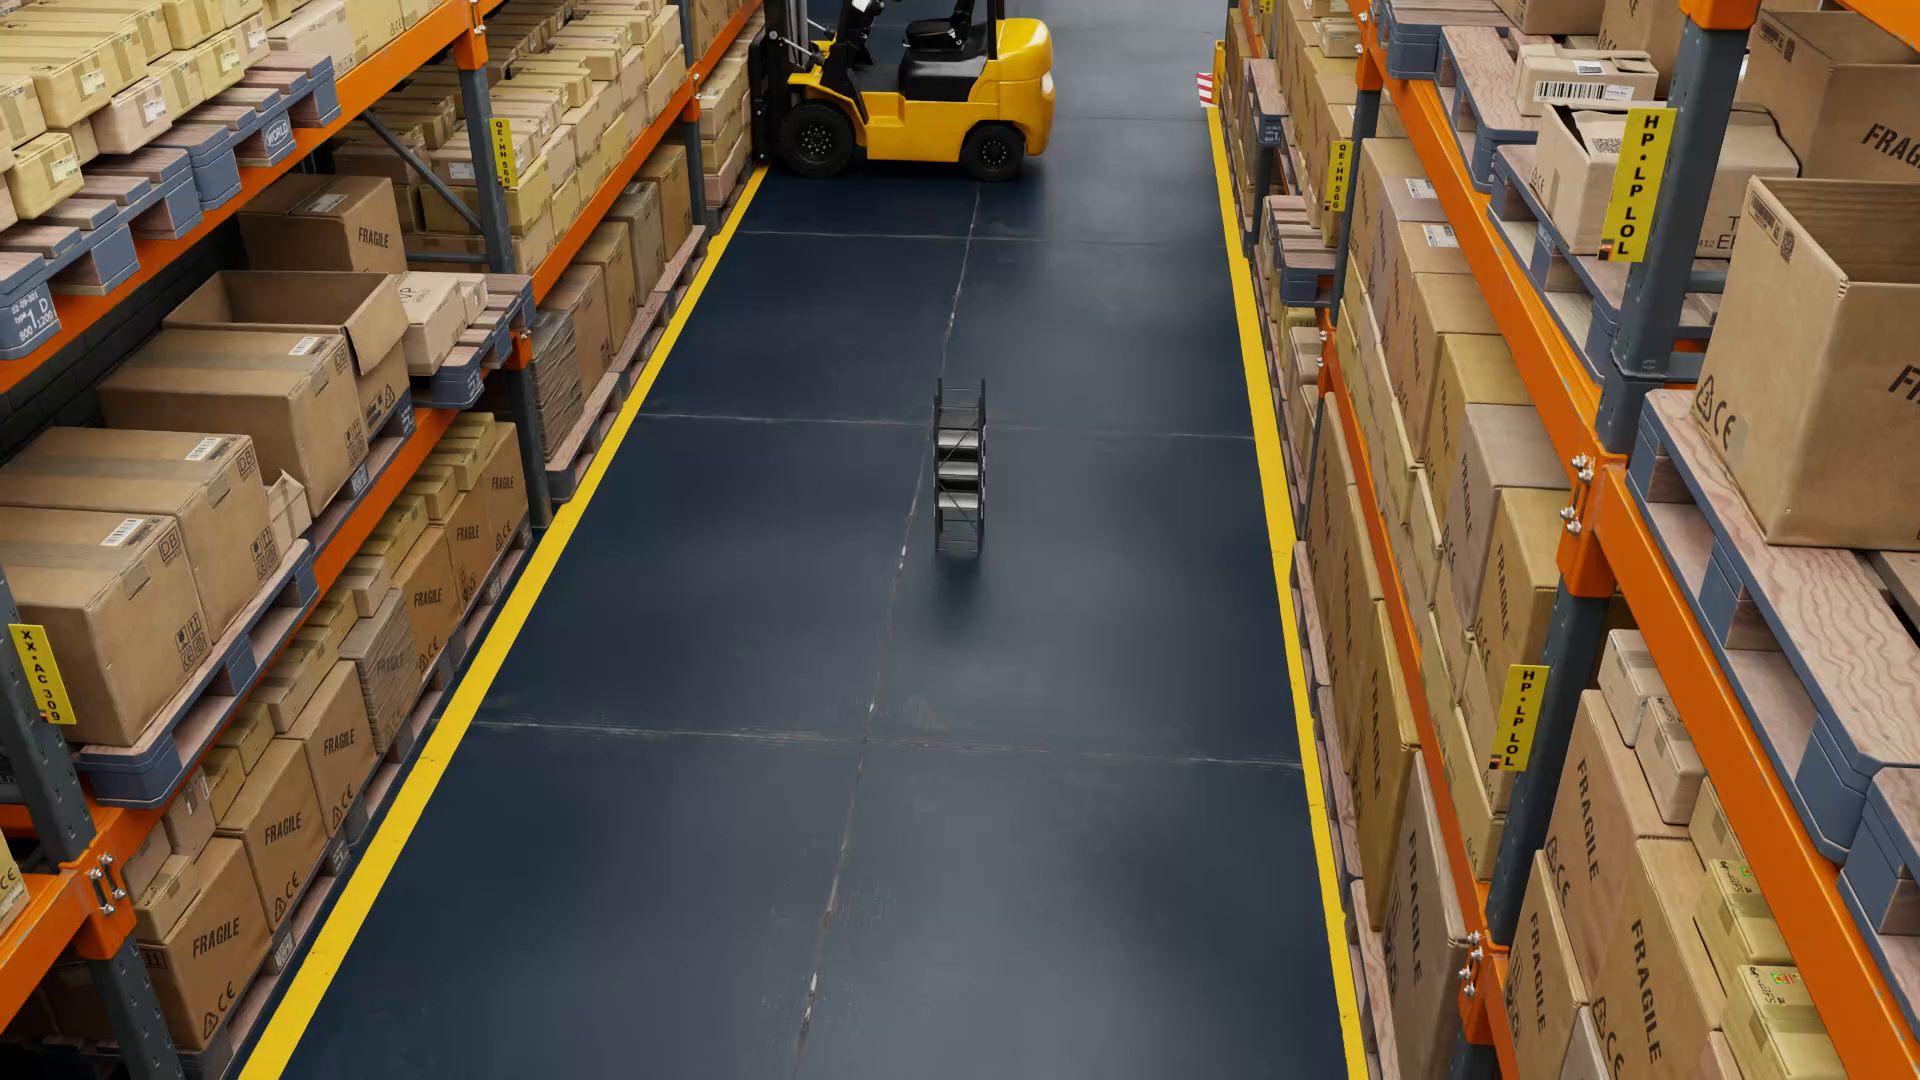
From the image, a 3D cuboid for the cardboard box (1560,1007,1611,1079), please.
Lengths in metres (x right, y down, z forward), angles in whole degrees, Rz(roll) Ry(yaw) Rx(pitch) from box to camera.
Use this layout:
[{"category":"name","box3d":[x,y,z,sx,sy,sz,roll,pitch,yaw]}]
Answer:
[{"category":"cardboard box","box3d":[1.590,1.378,3.560,0.500,0.500,0.500,3,32,4]}]

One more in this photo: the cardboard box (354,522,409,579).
[{"category":"cardboard box","box3d":[-2.619,0.046,7.180,0.380,0.149,0.250,2,32,3]}]

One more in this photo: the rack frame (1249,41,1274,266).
[{"category":"rack frame","box3d":[2.586,-3.260,11.181,1.000,3.000,0.127,2,32,4]}]

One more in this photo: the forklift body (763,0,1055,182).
[{"category":"forklift body","box3d":[-0.372,-4.131,13.403,2.313,2.155,1.214,2,32,4]}]

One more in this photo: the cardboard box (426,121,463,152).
[{"category":"cardboard box","box3d":[-2.888,-2.042,8.871,0.500,0.250,0.500,3,32,4]}]

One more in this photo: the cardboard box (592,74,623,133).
[{"category":"cardboard box","box3d":[-2.289,-2.552,9.699,0.500,0.250,0.500,3,32,5]}]

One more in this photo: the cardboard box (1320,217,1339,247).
[{"category":"cardboard box","box3d":[2.002,-1.565,8.270,0.380,0.149,0.250,3,32,5]}]

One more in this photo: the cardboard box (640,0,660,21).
[{"category":"cardboard box","box3d":[-2.171,-3.465,10.800,0.380,0.149,0.250,2,32,3]}]

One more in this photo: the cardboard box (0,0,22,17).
[{"category":"cardboard box","box3d":[-3.017,-1.506,4.935,0.380,0.149,0.250,2,32,2]}]

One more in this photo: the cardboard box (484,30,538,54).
[{"category":"cardboard box","box3d":[-2.761,-2.950,9.964,0.380,0.149,0.250,2,32,4]}]

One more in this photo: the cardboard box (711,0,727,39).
[{"category":"cardboard box","box3d":[-2.040,-4.007,12.297,0.500,0.500,0.500,3,32,5]}]

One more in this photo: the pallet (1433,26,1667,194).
[{"category":"pallet","box3d":[2.172,-1.441,5.551,1.003,0.211,1.213,4,32,6]}]

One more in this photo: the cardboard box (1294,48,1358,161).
[{"category":"cardboard box","box3d":[2.091,-2.301,8.845,0.500,0.500,0.500,0,32,1]}]

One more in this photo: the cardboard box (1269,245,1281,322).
[{"category":"cardboard box","box3d":[2.490,-1.670,10.705,0.950,0.372,0.625,4,32,7]}]

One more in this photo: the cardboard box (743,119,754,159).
[{"category":"cardboard box","box3d":[-1.940,-3.253,13.390,0.500,0.250,0.500,3,32,5]}]

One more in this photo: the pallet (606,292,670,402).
[{"category":"pallet","box3d":[-2.480,-1.257,10.588,1.003,0.211,1.213,2,32,4]}]

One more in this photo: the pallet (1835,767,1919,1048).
[{"category":"pallet","box3d":[1.755,0.747,1.904,1.003,0.211,1.213,2,32,4]}]

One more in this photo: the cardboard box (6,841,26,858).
[{"category":"cardboard box","box3d":[-3.271,1.117,5.442,0.380,0.149,0.250,1,32,2]}]

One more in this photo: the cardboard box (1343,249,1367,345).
[{"category":"cardboard box","box3d":[1.973,-1.063,7.283,0.500,0.250,0.500,2,32,4]}]

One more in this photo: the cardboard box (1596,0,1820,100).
[{"category":"cardboard box","box3d":[2.406,-1.733,5.348,0.500,0.500,0.500,3,32,4]}]

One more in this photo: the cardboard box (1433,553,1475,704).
[{"category":"cardboard box","box3d":[1.761,0.271,5.117,0.500,0.250,0.500,3,32,5]}]

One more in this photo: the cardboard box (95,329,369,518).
[{"category":"cardboard box","box3d":[-2.645,-0.433,6.098,0.700,0.500,0.500,2,32,4]}]

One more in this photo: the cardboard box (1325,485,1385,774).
[{"category":"cardboard box","box3d":[2.044,0.381,6.898,0.875,0.875,0.875,3,32,5]}]

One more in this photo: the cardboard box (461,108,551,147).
[{"category":"cardboard box","box3d":[-2.352,-2.127,8.628,0.380,0.149,0.250,3,32,5]}]

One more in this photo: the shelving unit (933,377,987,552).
[{"category":"shelving unit","box3d":[-0.001,-0.379,8.507,0.258,0.900,0.210,2,32,4]}]

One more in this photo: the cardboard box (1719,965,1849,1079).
[{"category":"cardboard box","box3d":[1.535,0.868,2.816,0.380,0.149,0.250,2,32,3]}]

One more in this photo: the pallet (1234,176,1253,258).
[{"category":"pallet","box3d":[2.605,-2.426,12.485,1.003,0.211,1.213,2,32,4]}]

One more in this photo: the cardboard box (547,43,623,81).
[{"category":"cardboard box","box3d":[-2.187,-2.790,9.704,0.380,0.149,0.250,2,32,3]}]

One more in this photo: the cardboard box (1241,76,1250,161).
[{"category":"cardboard box","box3d":[2.406,-3.175,12.548,0.500,0.500,0.500,3,32,5]}]

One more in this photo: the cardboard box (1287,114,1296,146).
[{"category":"cardboard box","box3d":[2.092,-2.376,9.586,0.380,0.149,0.250,4,32,6]}]

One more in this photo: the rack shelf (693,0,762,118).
[{"category":"rack shelf","box3d":[-2.199,-4.210,13.408,1.077,0.370,4.000,2,32,4]}]

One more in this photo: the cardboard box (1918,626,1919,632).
[{"category":"cardboard box","box3d":[1.857,0.087,2.296,0.797,0.503,0.637,5,32,8]}]

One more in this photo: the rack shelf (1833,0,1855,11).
[{"category":"rack shelf","box3d":[7.690,-3.841,12.810,1.077,0.370,4.000,2,32,4]}]

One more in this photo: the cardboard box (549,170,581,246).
[{"category":"cardboard box","box3d":[-2.362,-1.799,8.953,0.500,0.250,0.500,2,32,3]}]

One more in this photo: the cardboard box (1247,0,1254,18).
[{"category":"cardboard box","box3d":[2.423,-4.134,12.839,0.380,0.149,0.250,3,32,4]}]

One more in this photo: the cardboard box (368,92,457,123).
[{"category":"cardboard box","box3d":[-2.920,-2.282,8.880,0.380,0.149,0.250,2,32,3]}]

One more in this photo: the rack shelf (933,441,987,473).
[{"category":"rack shelf","box3d":[-0.001,-0.427,8.477,0.258,0.077,0.200,2,32,4]}]

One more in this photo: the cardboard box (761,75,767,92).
[{"category":"cardboard box","box3d":[-1.881,-3.721,13.673,0.500,0.250,0.500,2,32,4]}]

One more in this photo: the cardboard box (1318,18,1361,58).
[{"category":"cardboard box","box3d":[2.112,-2.660,8.810,0.380,0.149,0.250,1,32,2]}]

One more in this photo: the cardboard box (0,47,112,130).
[{"category":"cardboard box","box3d":[-2.538,-1.216,4.465,0.380,0.149,0.250,2,32,3]}]

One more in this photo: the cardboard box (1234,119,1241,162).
[{"category":"cardboard box","box3d":[2.445,-3.134,13.196,0.500,0.250,0.500,3,32,5]}]

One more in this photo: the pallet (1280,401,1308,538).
[{"category":"pallet","box3d":[2.325,-0.390,9.182,1.003,0.211,1.213,2,32,4]}]

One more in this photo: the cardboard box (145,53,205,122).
[{"category":"cardboard box","box3d":[-2.512,-1.352,4.969,0.380,0.149,0.250,2,32,3]}]

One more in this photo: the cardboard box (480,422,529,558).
[{"category":"cardboard box","box3d":[-2.508,-0.263,8.300,0.500,0.500,0.500,3,32,5]}]

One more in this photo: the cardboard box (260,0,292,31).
[{"category":"cardboard box","box3d":[-2.607,-1.894,5.868,0.380,0.149,0.250,3,32,5]}]

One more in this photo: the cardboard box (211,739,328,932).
[{"category":"cardboard box","box3d":[-2.716,1.076,6.127,0.500,0.500,0.500,2,32,3]}]

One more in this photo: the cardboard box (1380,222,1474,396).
[{"category":"cardboard box","box3d":[1.888,-0.860,6.238,0.500,0.500,0.500,3,32,5]}]

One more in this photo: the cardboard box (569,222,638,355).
[{"category":"cardboard box","box3d":[-2.523,-1.566,10.295,0.875,0.625,0.625,1,32,2]}]

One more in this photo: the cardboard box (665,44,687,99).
[{"category":"cardboard box","box3d":[-2.142,-3.132,11.116,0.500,0.250,0.500,3,32,5]}]

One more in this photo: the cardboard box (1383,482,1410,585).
[{"category":"cardboard box","box3d":[1.860,-0.058,6.128,0.500,0.250,0.500,2,32,4]}]

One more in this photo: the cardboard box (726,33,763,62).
[{"category":"cardboard box","box3d":[-1.878,-3.945,13.561,0.500,0.250,0.500,2,32,3]}]

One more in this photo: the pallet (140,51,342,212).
[{"category":"pallet","box3d":[-2.809,-1.365,5.425,1.213,0.211,1.003,2,32,4]}]

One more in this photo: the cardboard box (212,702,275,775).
[{"category":"cardboard box","box3d":[-2.755,0.719,6.088,0.380,0.149,0.250,2,32,3]}]

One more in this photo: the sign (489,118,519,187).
[{"category":"sign","box3d":[-2.146,-1.820,7.815,0.100,0.325,0.005,2,32,4]}]

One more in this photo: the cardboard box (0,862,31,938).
[{"category":"cardboard box","box3d":[-2.787,0.997,4.512,0.380,0.149,0.250,3,32,5]}]

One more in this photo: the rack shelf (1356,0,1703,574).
[{"category":"rack shelf","box3d":[2.097,-1.094,5.492,1.077,0.370,4.000,2,32,4]}]

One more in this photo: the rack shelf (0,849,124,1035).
[{"category":"rack shelf","box3d":[-3.176,2.065,3.226,1.077,0.370,4.000,2,32,4]}]
